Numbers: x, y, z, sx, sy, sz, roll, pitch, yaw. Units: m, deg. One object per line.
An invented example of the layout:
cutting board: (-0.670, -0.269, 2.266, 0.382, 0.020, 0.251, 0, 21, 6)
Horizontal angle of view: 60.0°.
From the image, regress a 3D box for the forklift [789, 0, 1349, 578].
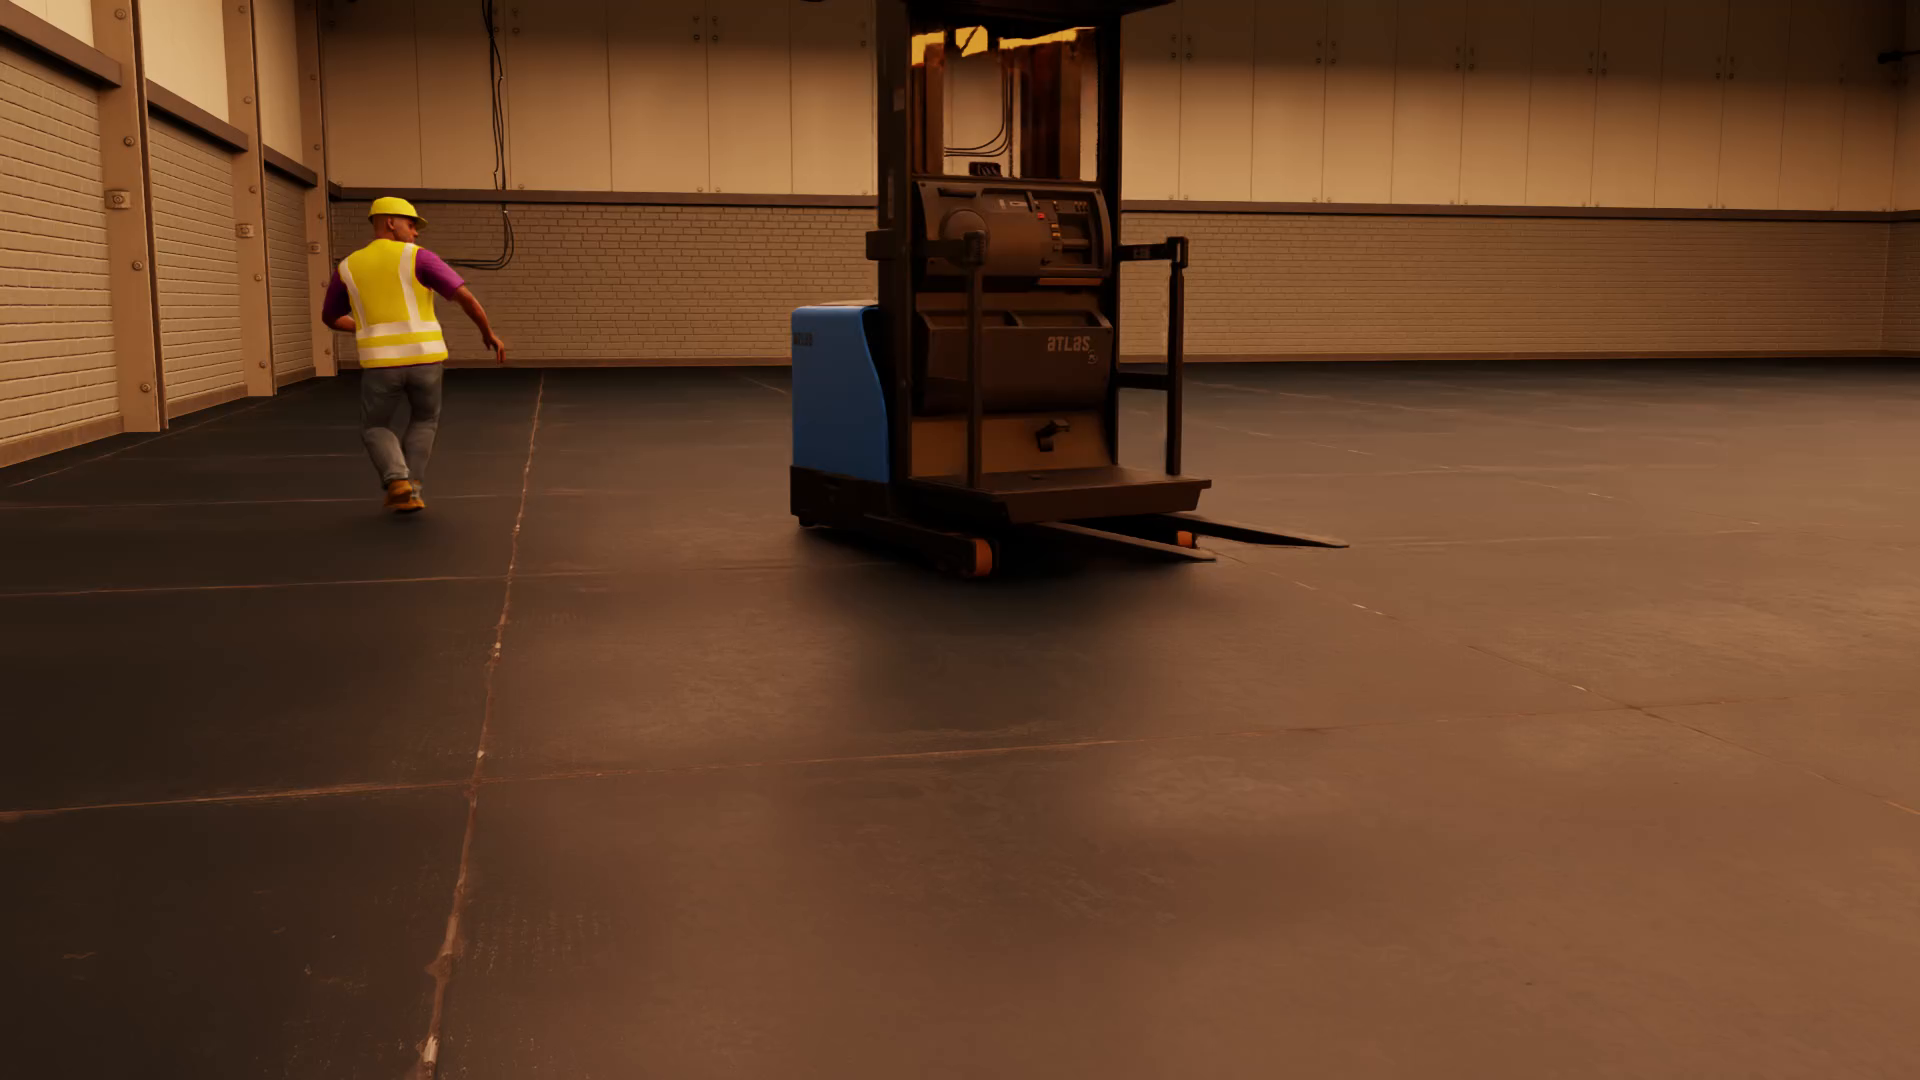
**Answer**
forklift: (0.349, -1.370, 6.922, 1.130, 2.935, 3.031, -5, 9, -30)

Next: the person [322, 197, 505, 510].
person: (-2.849, -0.962, 8.689, 0.923, 1.631, 0.841, -2, 8, -11)
